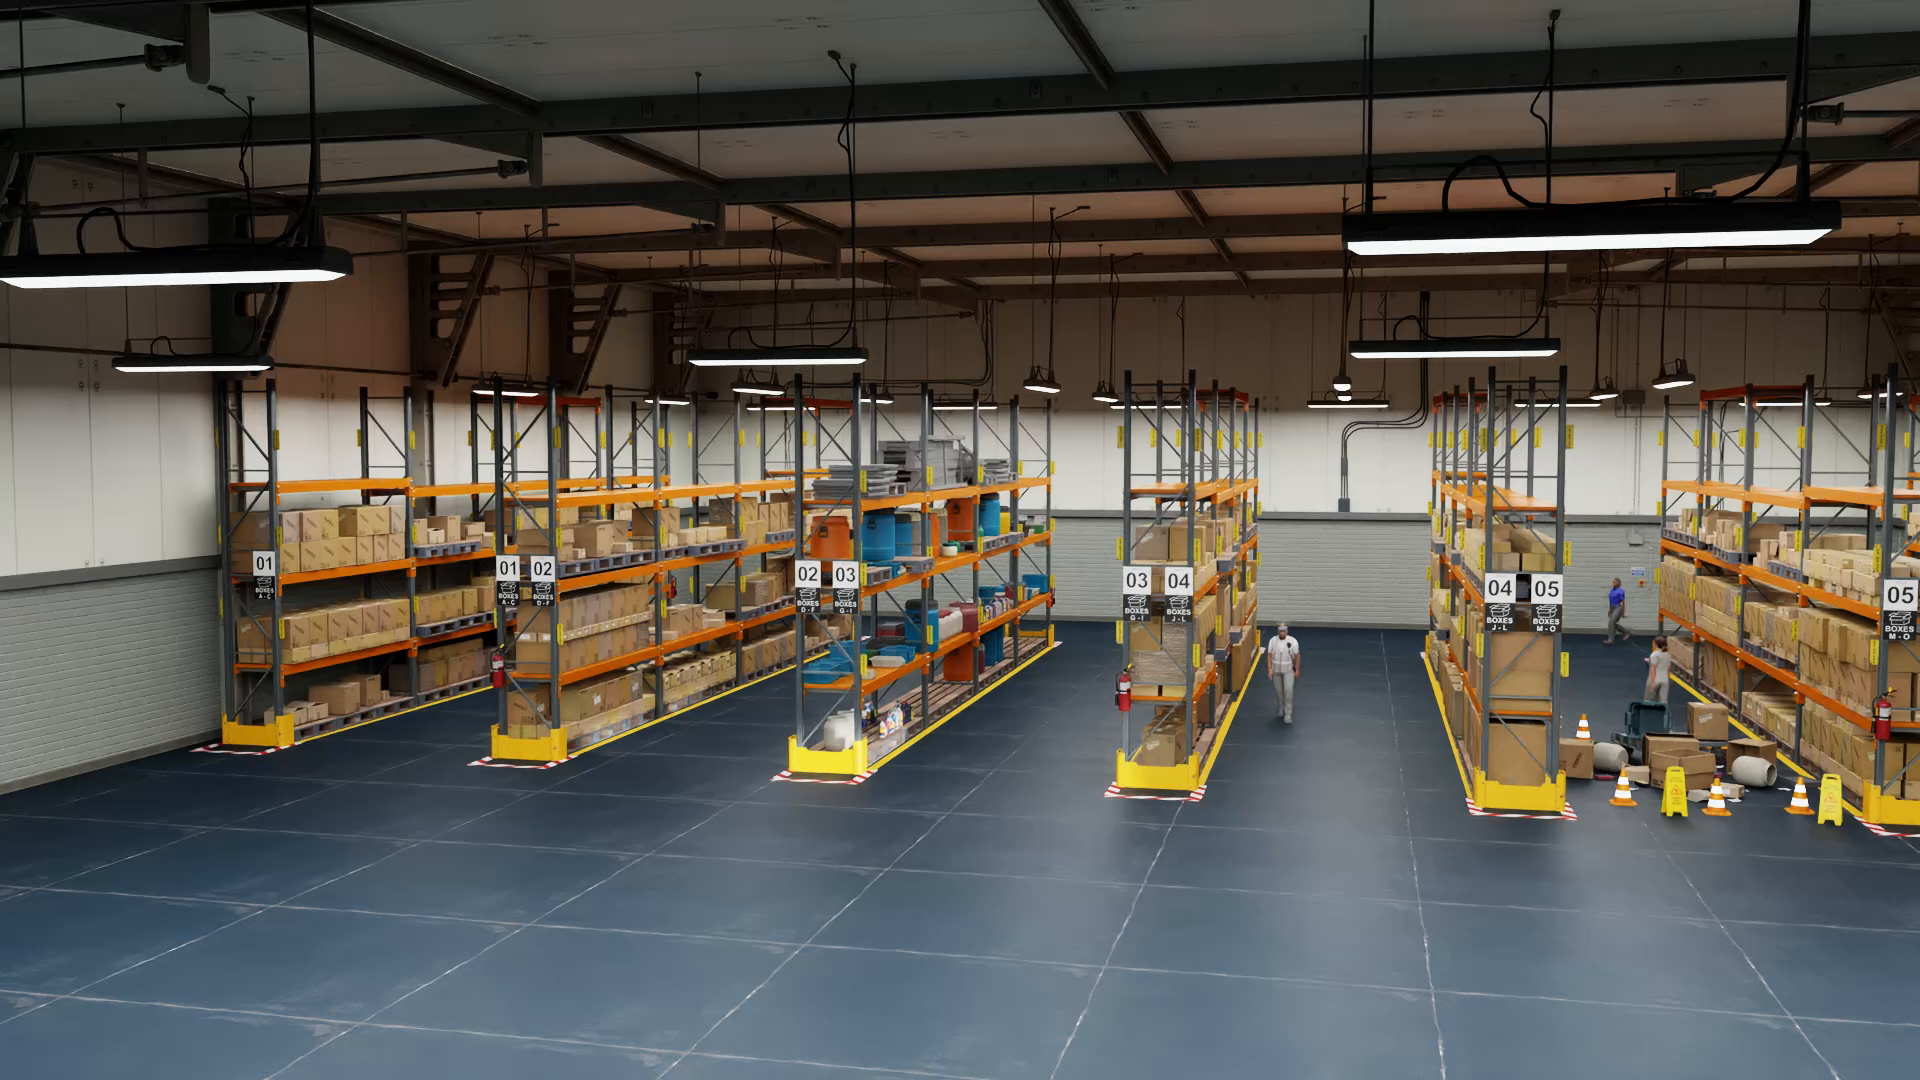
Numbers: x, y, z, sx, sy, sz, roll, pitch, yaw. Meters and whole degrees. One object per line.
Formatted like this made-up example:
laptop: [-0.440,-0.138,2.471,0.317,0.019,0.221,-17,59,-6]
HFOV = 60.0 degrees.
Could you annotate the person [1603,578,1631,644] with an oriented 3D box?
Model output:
person: [16.150,1.730,40.802,0.881,1.617,0.439,-1,4,-14]

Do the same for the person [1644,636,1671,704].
person: [11.913,2.548,28.322,0.448,1.601,0.606,0,3,3]

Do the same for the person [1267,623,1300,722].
person: [5.759,2.333,29.737,0.553,1.719,0.918,2,4,25]
